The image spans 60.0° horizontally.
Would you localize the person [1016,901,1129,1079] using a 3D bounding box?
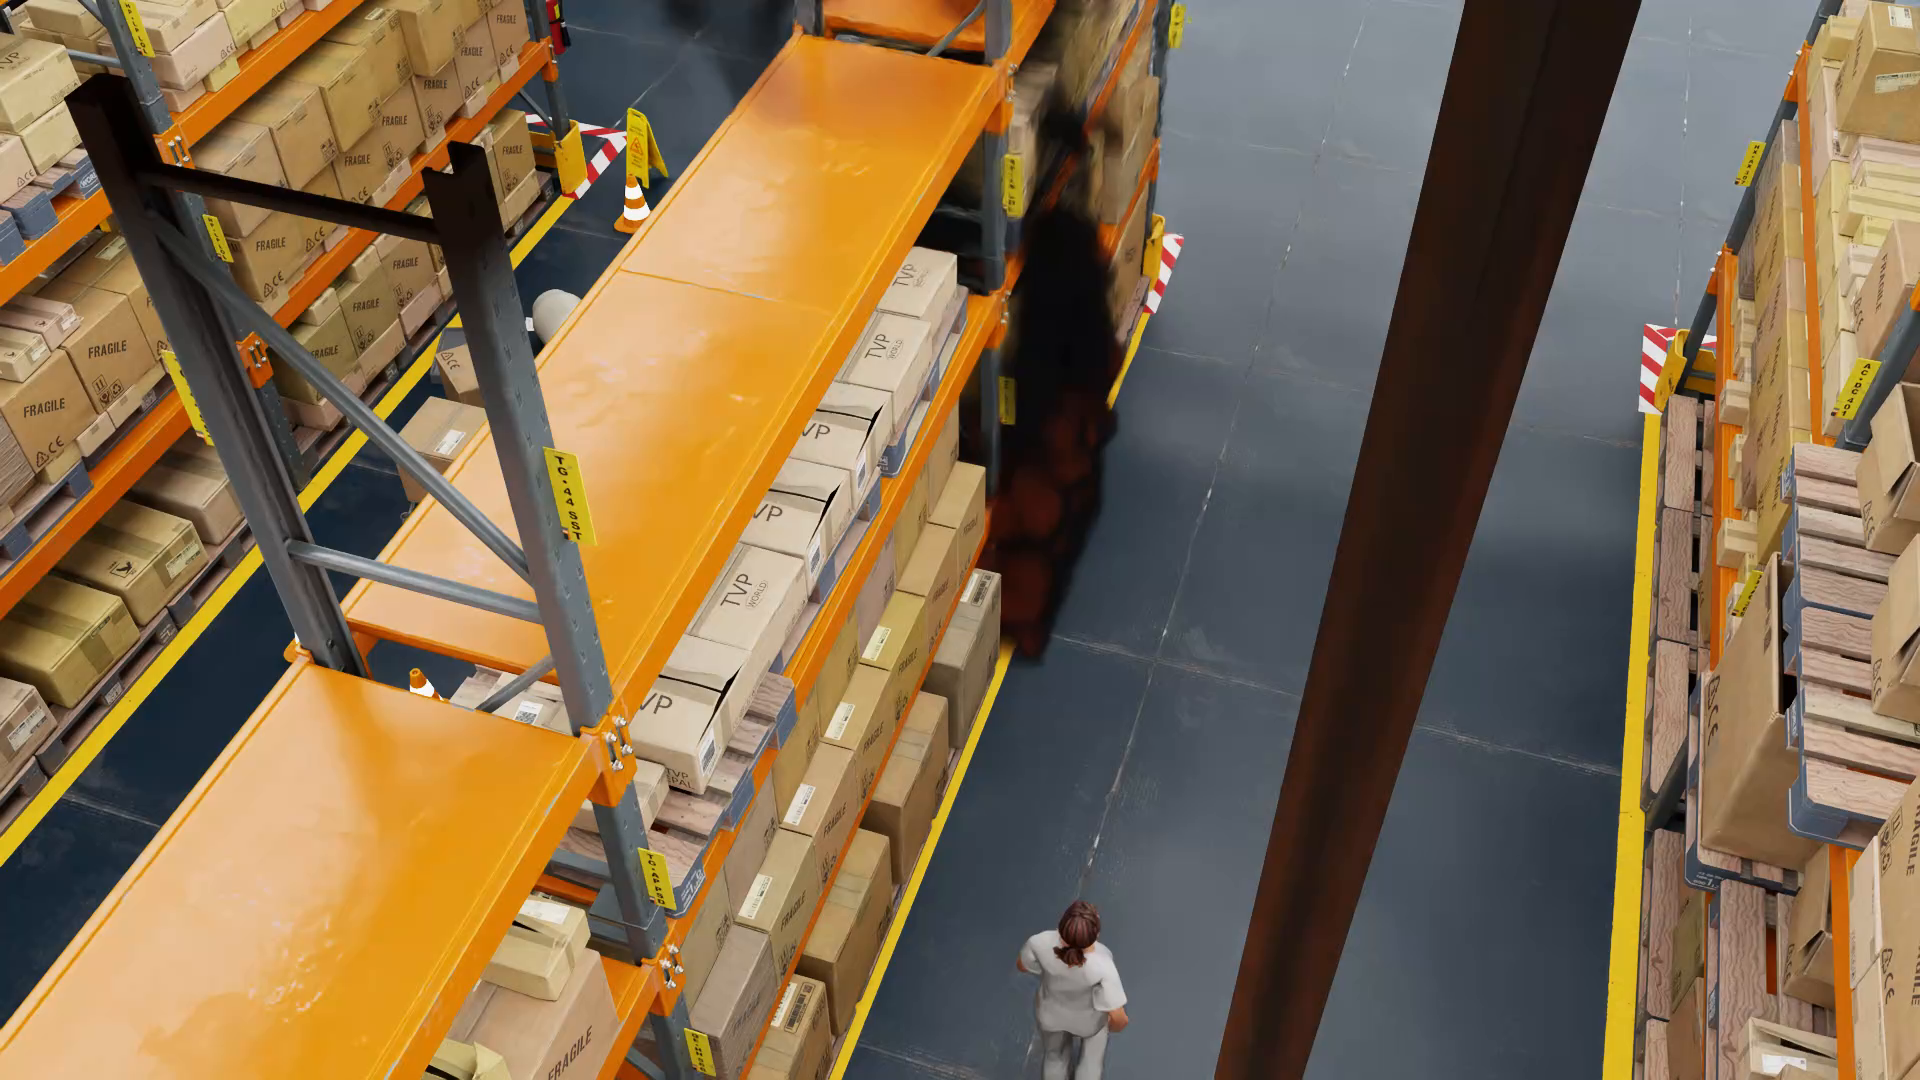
[{"bbox_3d":[0.535,2.186,7.836,0.569,1.647,0.642,12,47,11],"label":"person"}]
